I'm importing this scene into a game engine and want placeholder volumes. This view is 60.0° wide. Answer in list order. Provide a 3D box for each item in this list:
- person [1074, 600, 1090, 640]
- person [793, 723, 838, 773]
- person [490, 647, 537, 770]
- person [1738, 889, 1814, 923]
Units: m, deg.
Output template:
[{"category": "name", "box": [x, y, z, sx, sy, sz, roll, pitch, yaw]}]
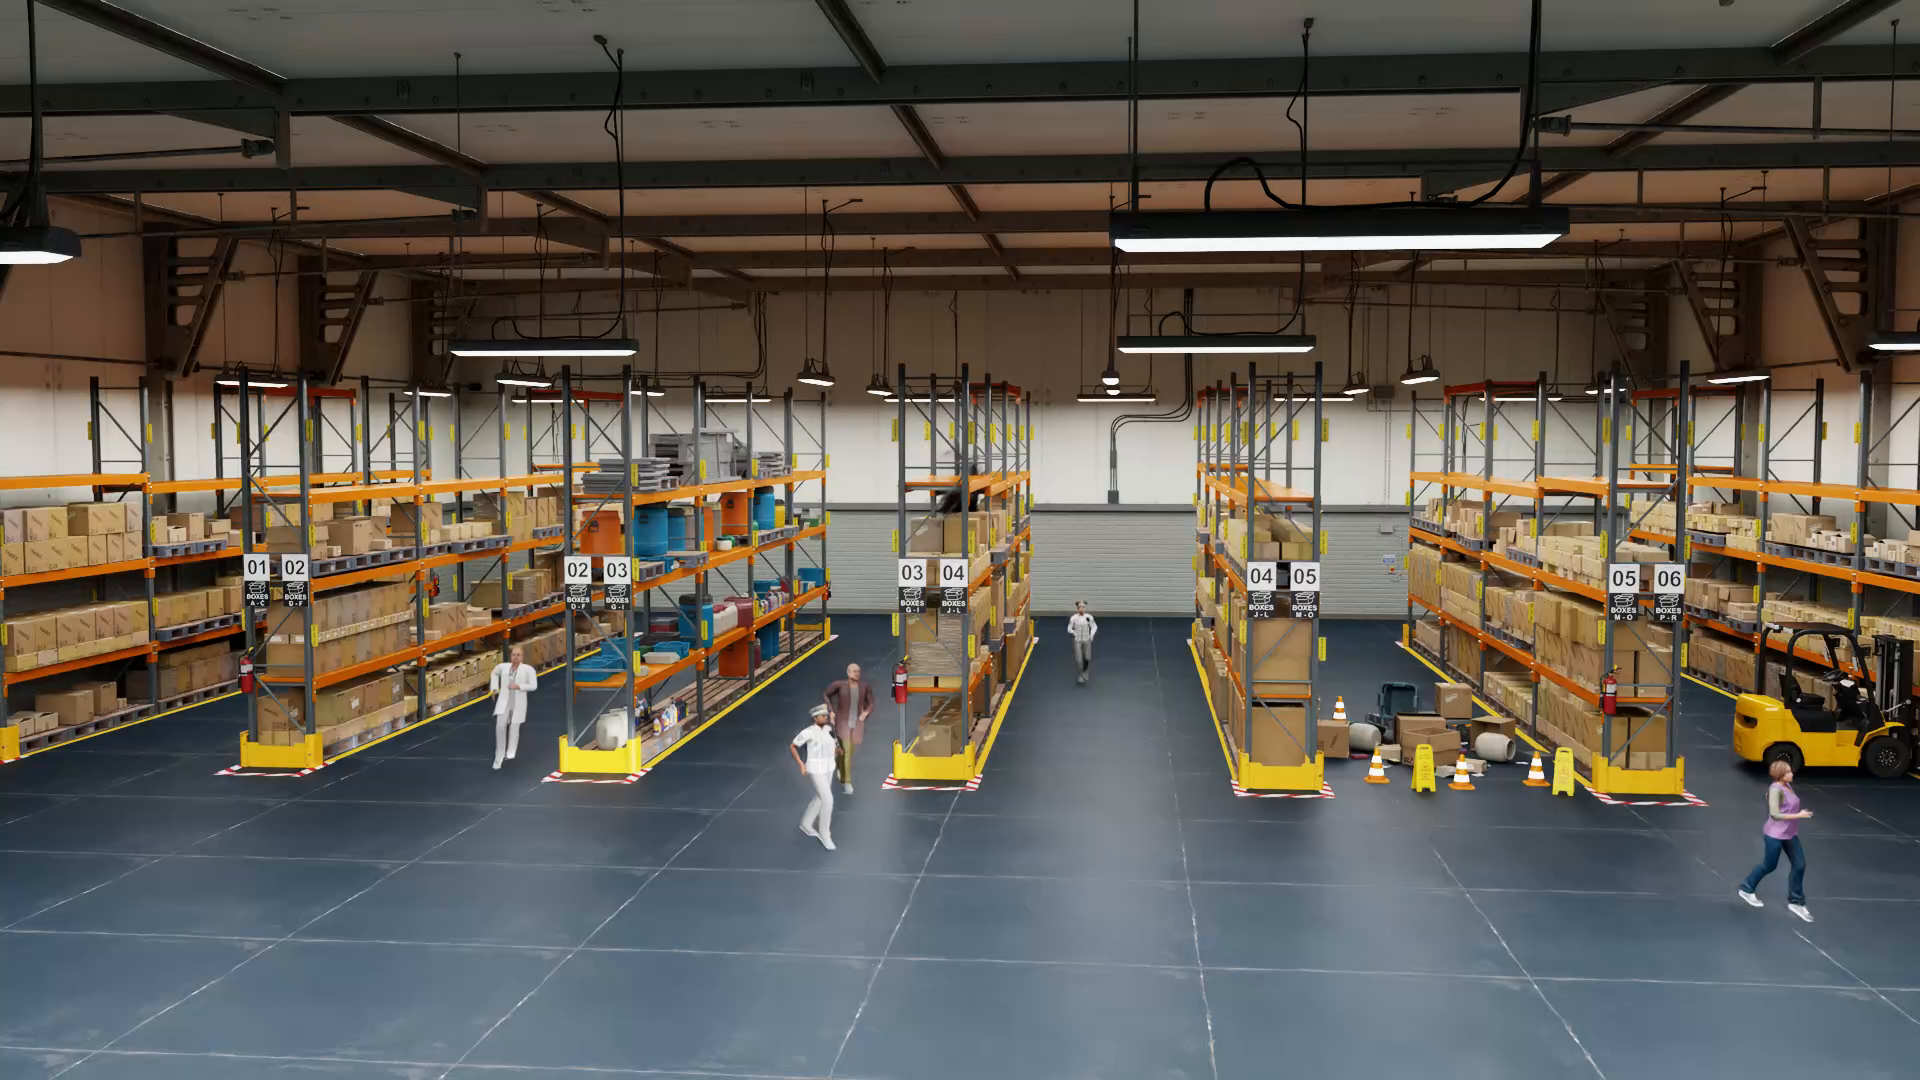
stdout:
[{"category": "person", "box": [2.431, 1.598, 33.316, 0.334, 0.798, 0.336, 0, 4, 1]}, {"category": "person", "box": [-1.725, 2.519, 20.244, 0.424, 0.579, 0.512, 3, 5, 36]}, {"category": "person", "box": [-6.738, 2.520, 25.127, 0.699, 1.812, 0.818, -1, 4, -11]}, {"category": "person", "box": [8.475, 3.762, 17.275, 0.202, 0.276, 0.740, -3, 5, -37]}]
